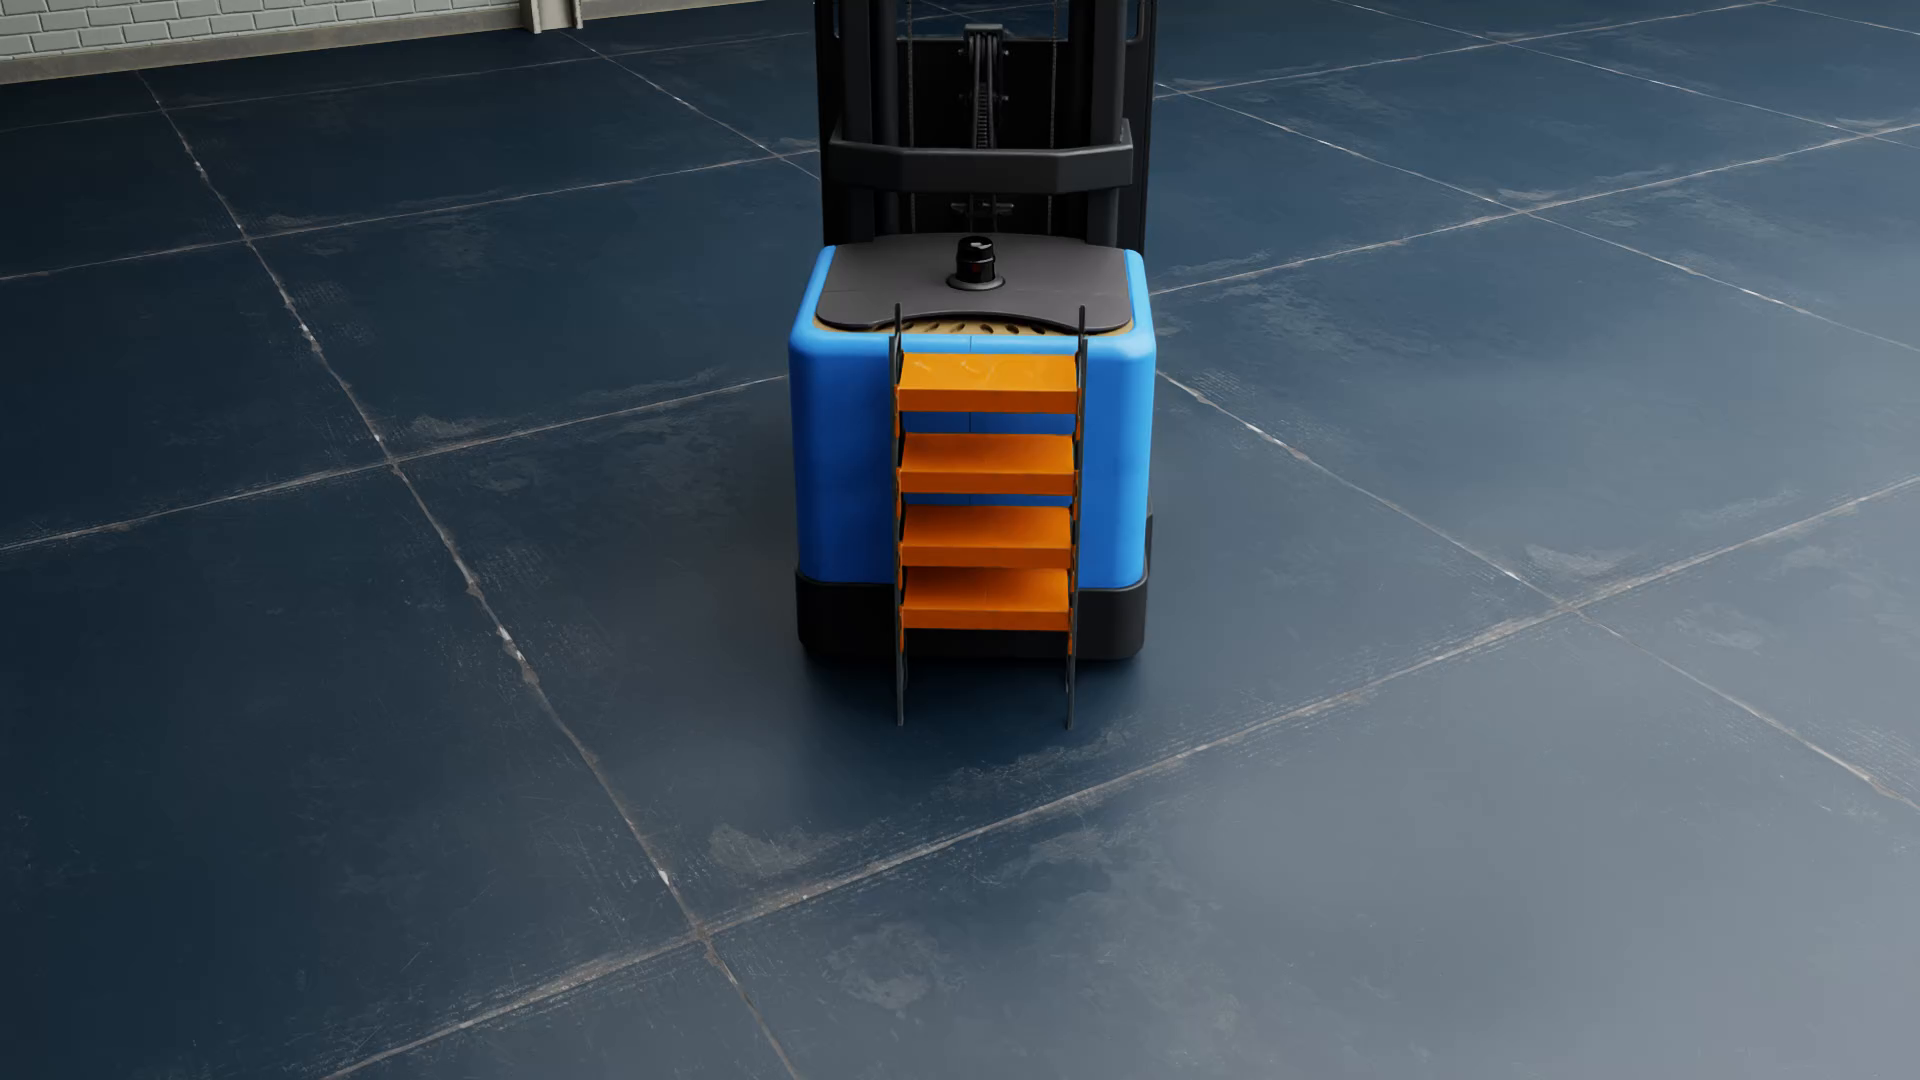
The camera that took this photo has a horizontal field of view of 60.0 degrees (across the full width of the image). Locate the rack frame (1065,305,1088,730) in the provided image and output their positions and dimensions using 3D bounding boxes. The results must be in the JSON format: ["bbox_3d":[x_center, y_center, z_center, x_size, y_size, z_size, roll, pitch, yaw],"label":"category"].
[{"bbox_3d":[0.319,-0.038,4.577,0.015,1.200,0.240,1,29,2],"label":"rack frame"}]

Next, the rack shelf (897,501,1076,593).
[{"bbox_3d":[0.075,0.017,4.617,0.480,0.148,0.258,1,29,2],"label":"rack shelf"}]

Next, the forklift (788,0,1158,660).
[{"bbox_3d":[0.093,-1.602,5.619,1.130,2.935,3.031,1,29,2],"label":"forklift"}]

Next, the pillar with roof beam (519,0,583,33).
[{"bbox_3d":[-1.013,-6.168,7.613,0.400,9.000,9.100,-16,33,-26],"label":"pillar with roof beam"}]

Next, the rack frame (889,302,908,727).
[{"bbox_3d":[-0.169,-0.046,4.592,0.015,1.200,0.240,1,29,2],"label":"rack frame"}]

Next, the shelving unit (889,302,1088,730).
[{"bbox_3d":[0.075,-0.042,4.585,0.503,1.200,0.258,1,29,2],"label":"shelving unit"}]

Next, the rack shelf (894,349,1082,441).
[{"bbox_3d":[0.075,-0.386,4.395,0.480,0.148,0.258,1,29,2],"label":"rack shelf"}]

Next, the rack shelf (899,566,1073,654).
[{"bbox_3d":[0.075,0.191,4.713,0.480,0.148,0.258,1,29,2],"label":"rack shelf"}]

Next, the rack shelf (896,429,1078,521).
[{"bbox_3d":[0.075,-0.179,4.509,0.480,0.148,0.258,1,29,2],"label":"rack shelf"}]
